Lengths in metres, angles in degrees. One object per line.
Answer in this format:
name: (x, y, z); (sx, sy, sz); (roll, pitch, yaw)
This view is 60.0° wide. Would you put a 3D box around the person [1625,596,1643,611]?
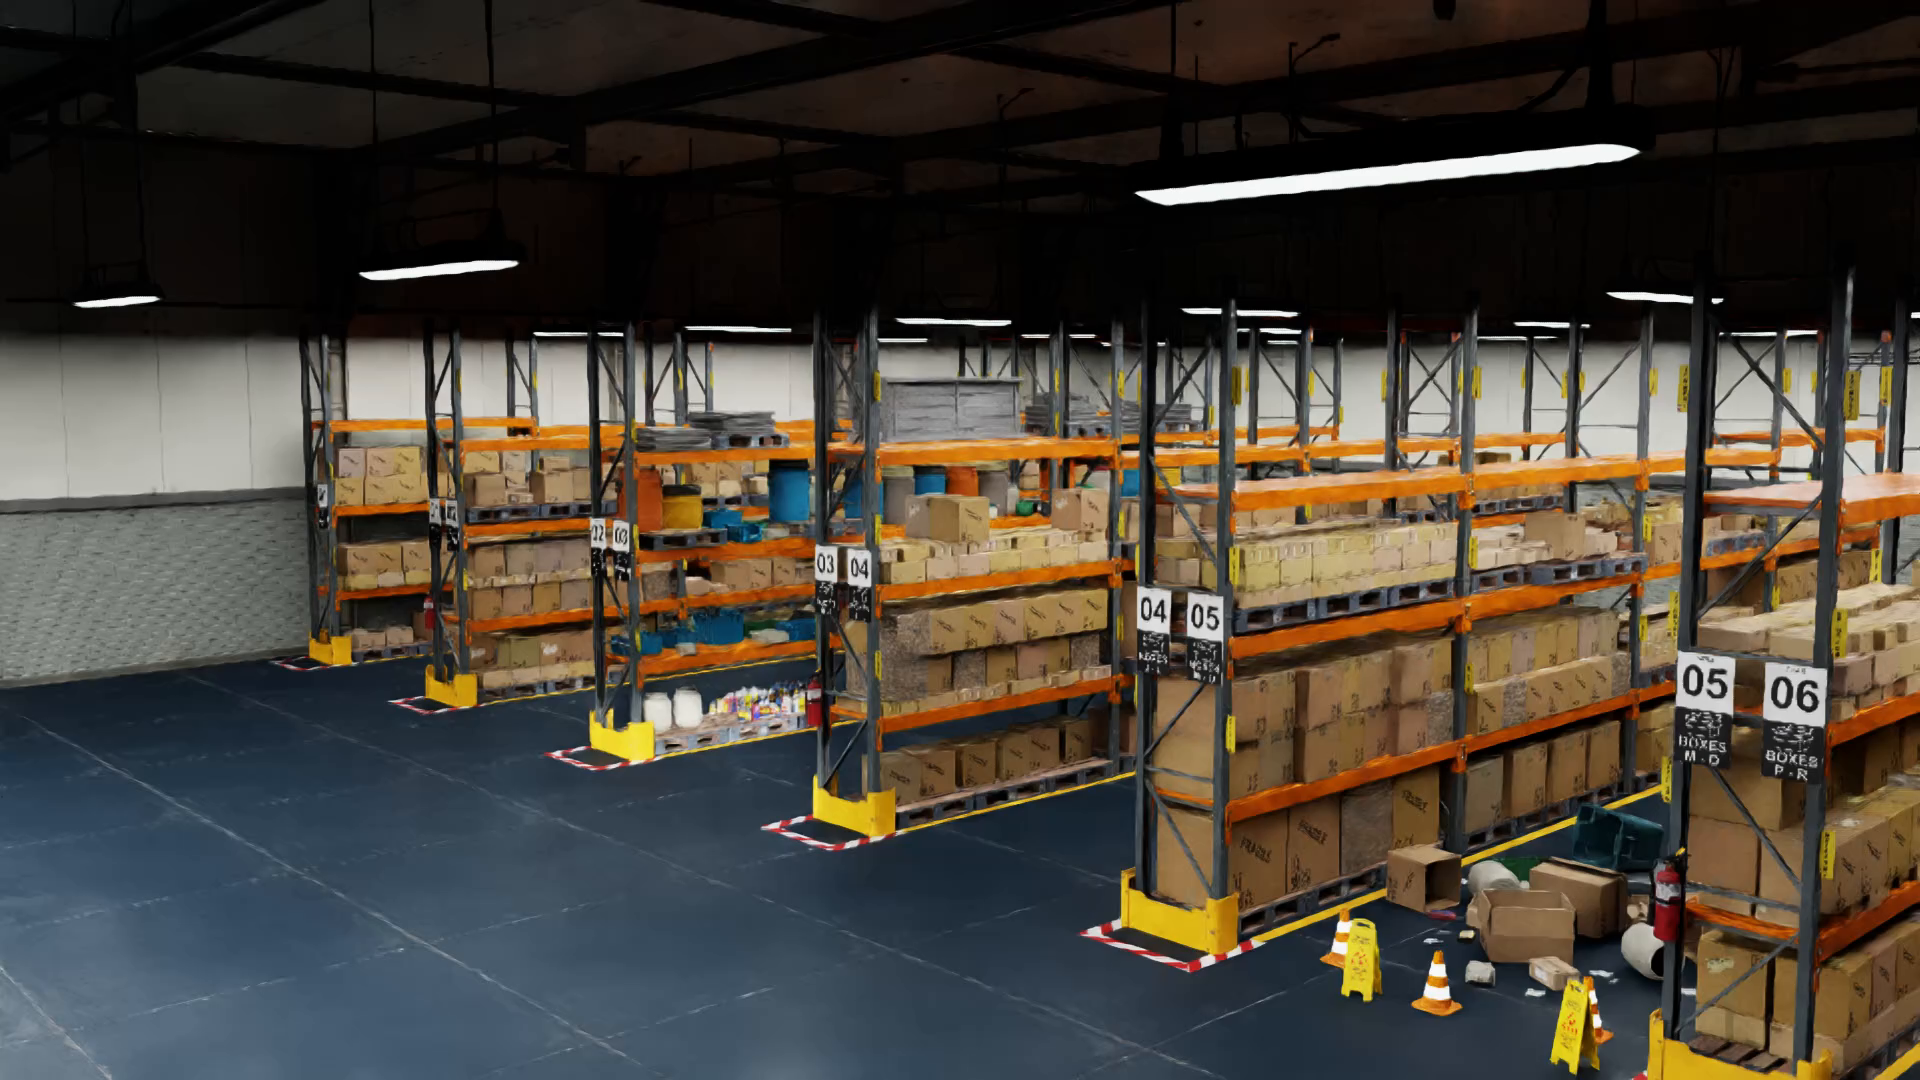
person: (10.567, 1.679, 26.109); (0.375, 1.681, 0.570); (3, 6, 25)
